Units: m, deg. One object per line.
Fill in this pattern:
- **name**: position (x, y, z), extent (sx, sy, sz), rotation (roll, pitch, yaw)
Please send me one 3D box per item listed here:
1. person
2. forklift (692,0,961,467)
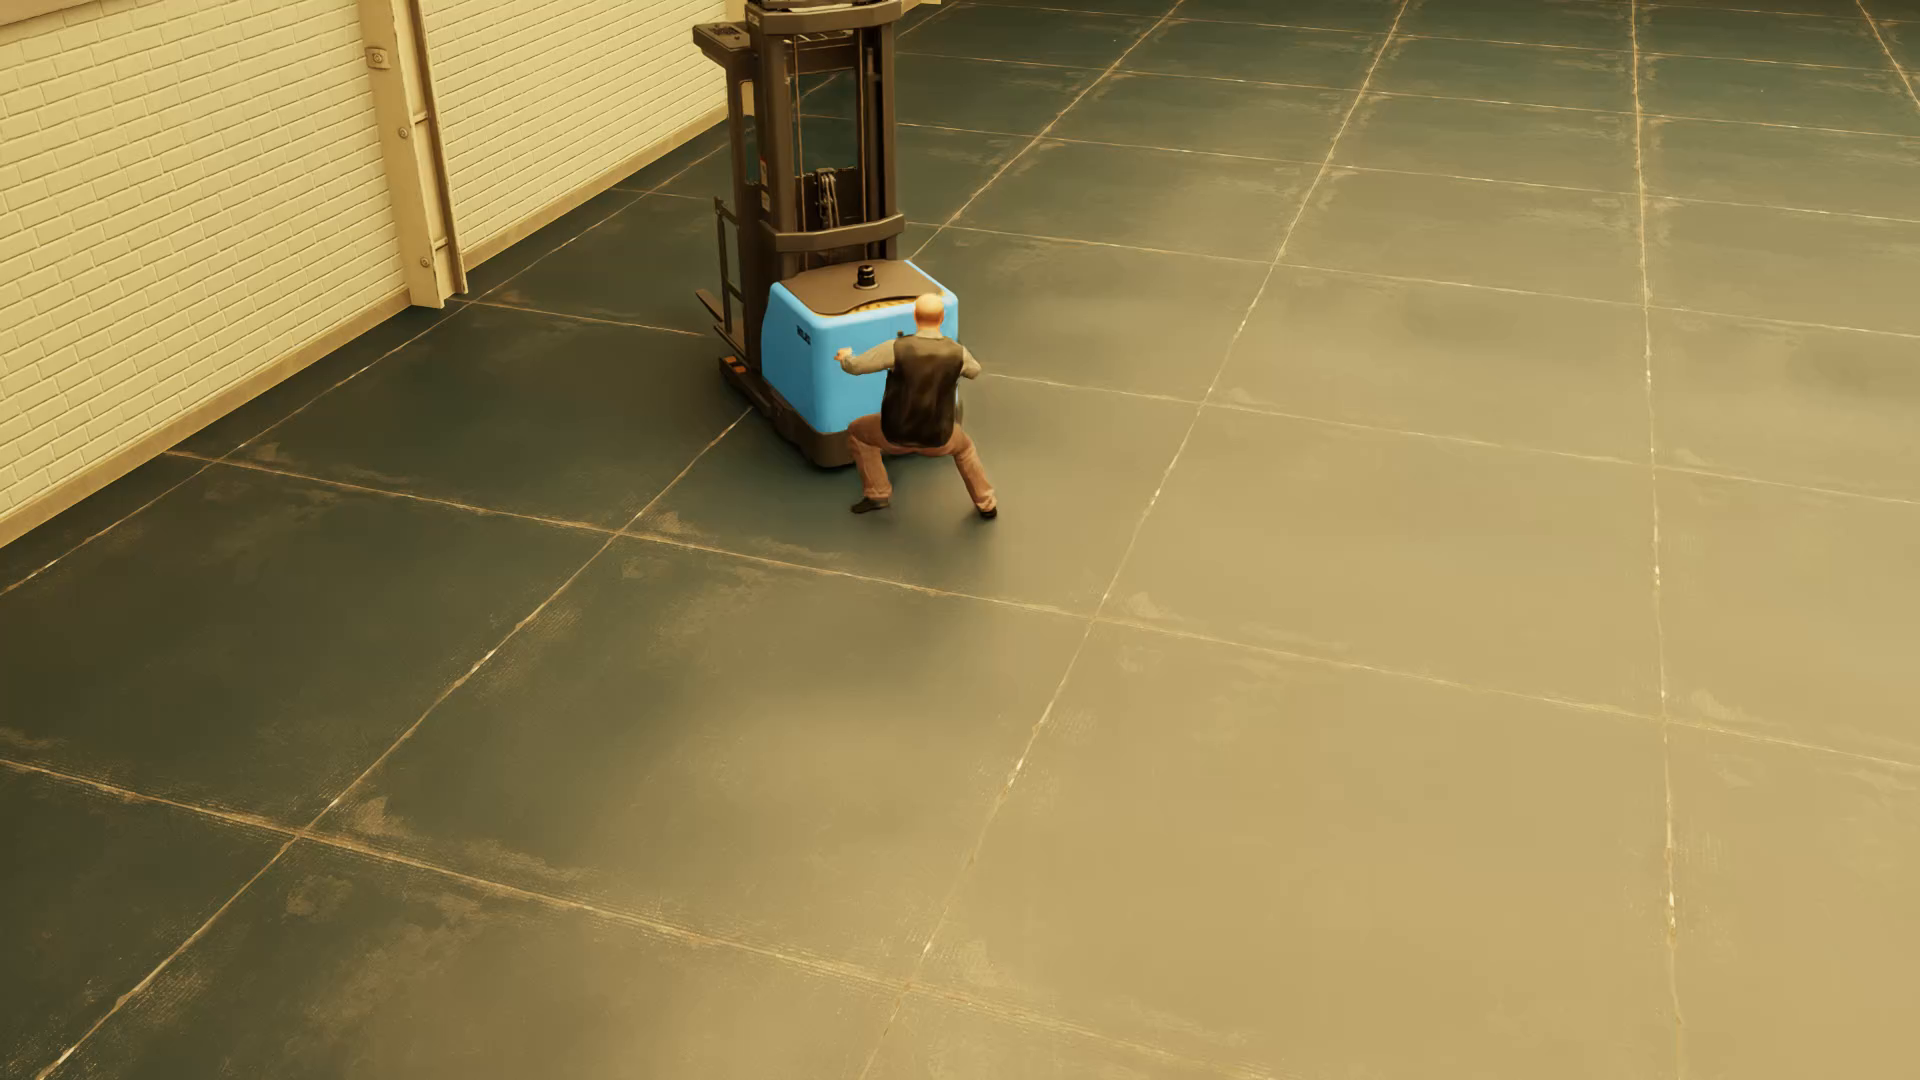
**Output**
- **person**: position (-0.248, -0.795, 9.978), extent (0.988, 1.503, 0.771), rotation (-3, 30, -5)
- **forklift**: position (-1.107, -2.451, 11.436), extent (1.130, 2.935, 3.031), rotation (-14, 33, -23)
